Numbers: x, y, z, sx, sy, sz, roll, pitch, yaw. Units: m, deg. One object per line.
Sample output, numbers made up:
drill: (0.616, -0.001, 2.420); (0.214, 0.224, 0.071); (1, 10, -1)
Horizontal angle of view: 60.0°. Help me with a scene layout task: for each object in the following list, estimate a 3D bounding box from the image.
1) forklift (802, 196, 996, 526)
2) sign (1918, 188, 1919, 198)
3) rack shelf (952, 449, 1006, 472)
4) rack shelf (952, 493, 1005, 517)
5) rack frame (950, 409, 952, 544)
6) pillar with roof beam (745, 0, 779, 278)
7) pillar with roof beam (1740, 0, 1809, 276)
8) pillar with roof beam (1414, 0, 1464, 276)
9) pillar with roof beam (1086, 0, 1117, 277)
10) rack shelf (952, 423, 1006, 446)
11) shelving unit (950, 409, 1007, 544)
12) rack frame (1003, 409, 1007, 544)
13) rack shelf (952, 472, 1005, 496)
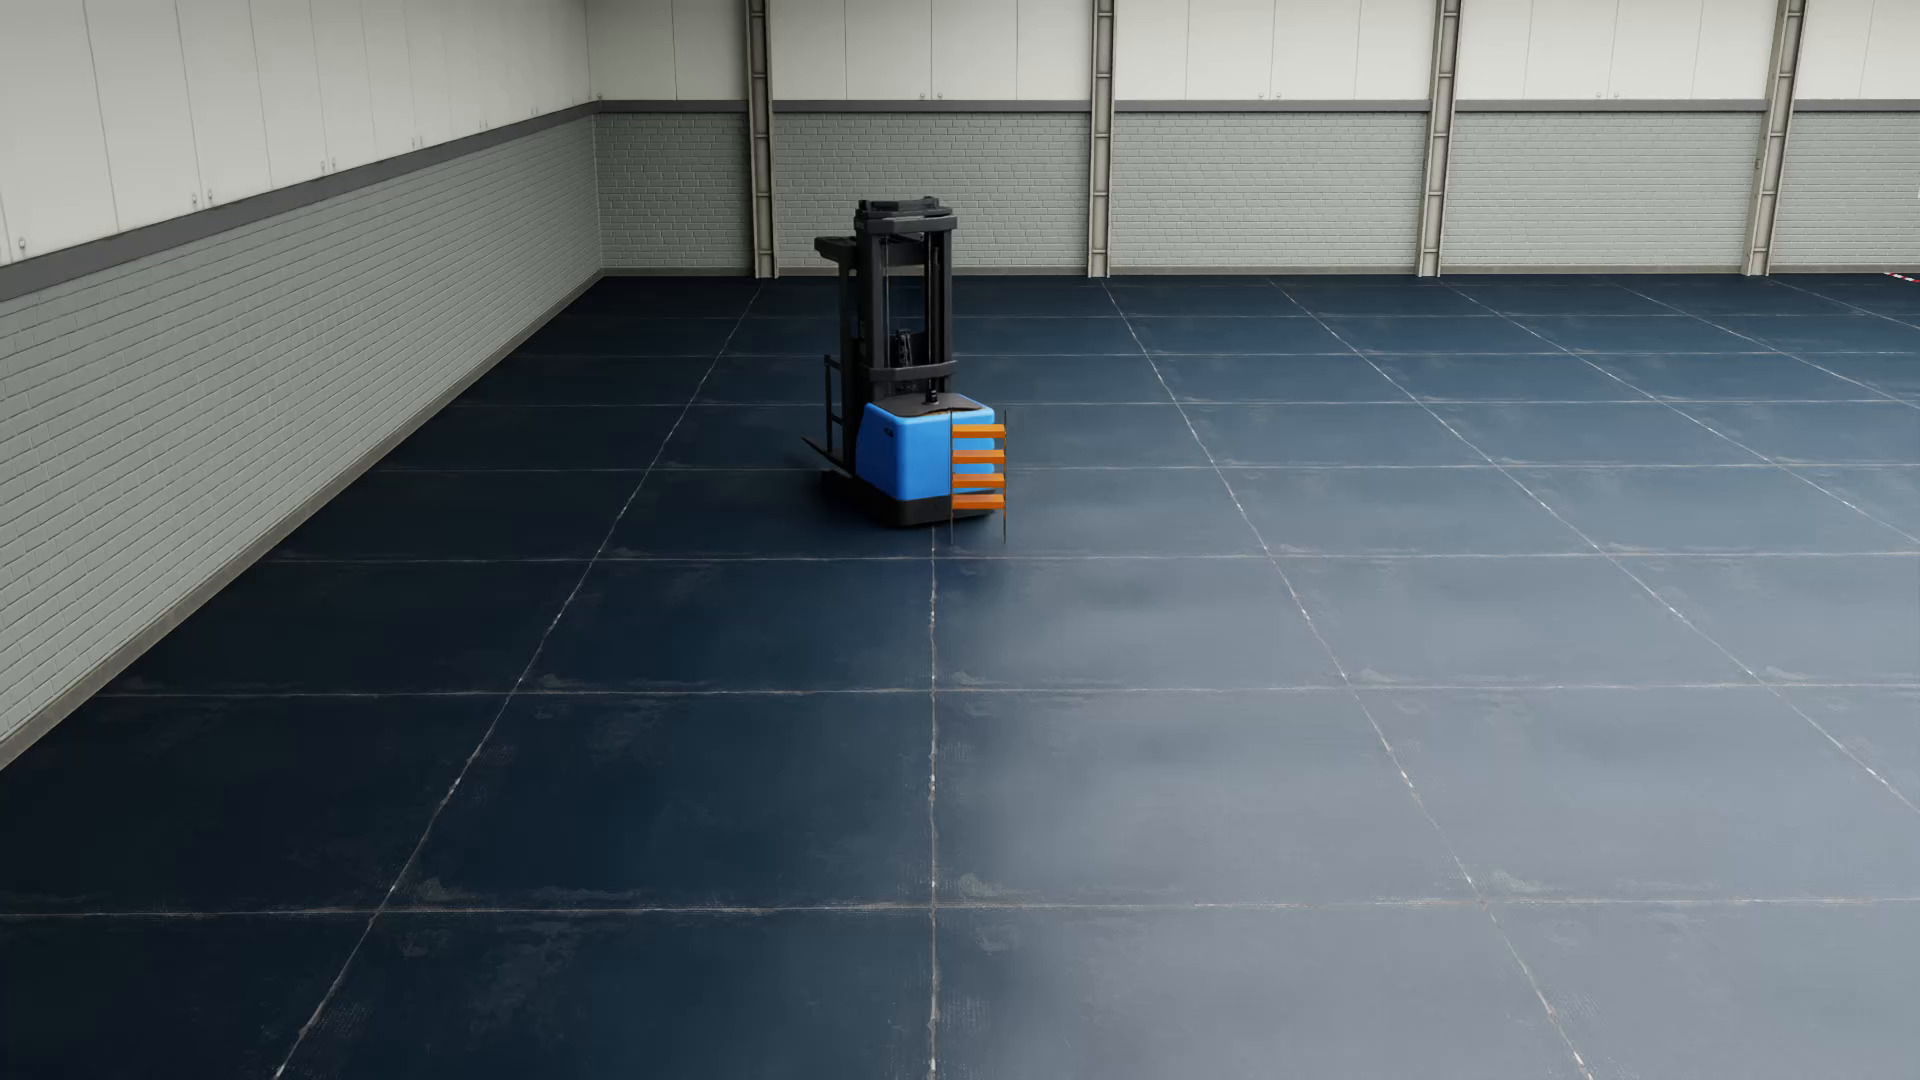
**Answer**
forklift: (-0.757, -1.936, 16.485); (1.130, 2.935, 3.031); (-8, 20, -25)
sign: (17.478, -6.356, 30.095); (0.234, 0.329, 0.001); (0, 18, -1)
rack shelf: (0.165, -0.721, 15.021); (0.480, 0.148, 0.258); (0, 18, -1)
rack shelf: (0.165, -0.319, 15.150); (0.480, 0.148, 0.258); (0, 18, -1)
rack frame: (-0.078, -0.571, 15.066); (0.015, 1.200, 0.240); (0, 18, -1)
pillar with roof beam: (-3.425, -7.737, 24.635); (0.400, 9.000, 9.100); (0, 18, -1)
pillar with roof beam: (14.573, -7.823, 24.906); (0.400, 9.000, 9.100); (0, 18, -1)
pillar with roof beam: (8.574, -7.794, 24.816); (0.400, 9.000, 9.100); (0, 18, -1)
pillar with roof beam: (2.574, -7.766, 24.726); (0.400, 9.000, 9.100); (0, 18, -1)
rack shelf: (0.165, -0.946, 14.949); (0.480, 0.148, 0.258); (0, 18, -1)
shelving unit: (0.165, -0.572, 15.069); (0.503, 1.200, 0.258); (0, 18, -1)
rack frame: (0.409, -0.573, 15.073); (0.015, 1.200, 0.240); (0, 18, -1)
rack shelf: (0.165, -0.508, 15.090); (0.480, 0.148, 0.258); (0, 18, -1)
